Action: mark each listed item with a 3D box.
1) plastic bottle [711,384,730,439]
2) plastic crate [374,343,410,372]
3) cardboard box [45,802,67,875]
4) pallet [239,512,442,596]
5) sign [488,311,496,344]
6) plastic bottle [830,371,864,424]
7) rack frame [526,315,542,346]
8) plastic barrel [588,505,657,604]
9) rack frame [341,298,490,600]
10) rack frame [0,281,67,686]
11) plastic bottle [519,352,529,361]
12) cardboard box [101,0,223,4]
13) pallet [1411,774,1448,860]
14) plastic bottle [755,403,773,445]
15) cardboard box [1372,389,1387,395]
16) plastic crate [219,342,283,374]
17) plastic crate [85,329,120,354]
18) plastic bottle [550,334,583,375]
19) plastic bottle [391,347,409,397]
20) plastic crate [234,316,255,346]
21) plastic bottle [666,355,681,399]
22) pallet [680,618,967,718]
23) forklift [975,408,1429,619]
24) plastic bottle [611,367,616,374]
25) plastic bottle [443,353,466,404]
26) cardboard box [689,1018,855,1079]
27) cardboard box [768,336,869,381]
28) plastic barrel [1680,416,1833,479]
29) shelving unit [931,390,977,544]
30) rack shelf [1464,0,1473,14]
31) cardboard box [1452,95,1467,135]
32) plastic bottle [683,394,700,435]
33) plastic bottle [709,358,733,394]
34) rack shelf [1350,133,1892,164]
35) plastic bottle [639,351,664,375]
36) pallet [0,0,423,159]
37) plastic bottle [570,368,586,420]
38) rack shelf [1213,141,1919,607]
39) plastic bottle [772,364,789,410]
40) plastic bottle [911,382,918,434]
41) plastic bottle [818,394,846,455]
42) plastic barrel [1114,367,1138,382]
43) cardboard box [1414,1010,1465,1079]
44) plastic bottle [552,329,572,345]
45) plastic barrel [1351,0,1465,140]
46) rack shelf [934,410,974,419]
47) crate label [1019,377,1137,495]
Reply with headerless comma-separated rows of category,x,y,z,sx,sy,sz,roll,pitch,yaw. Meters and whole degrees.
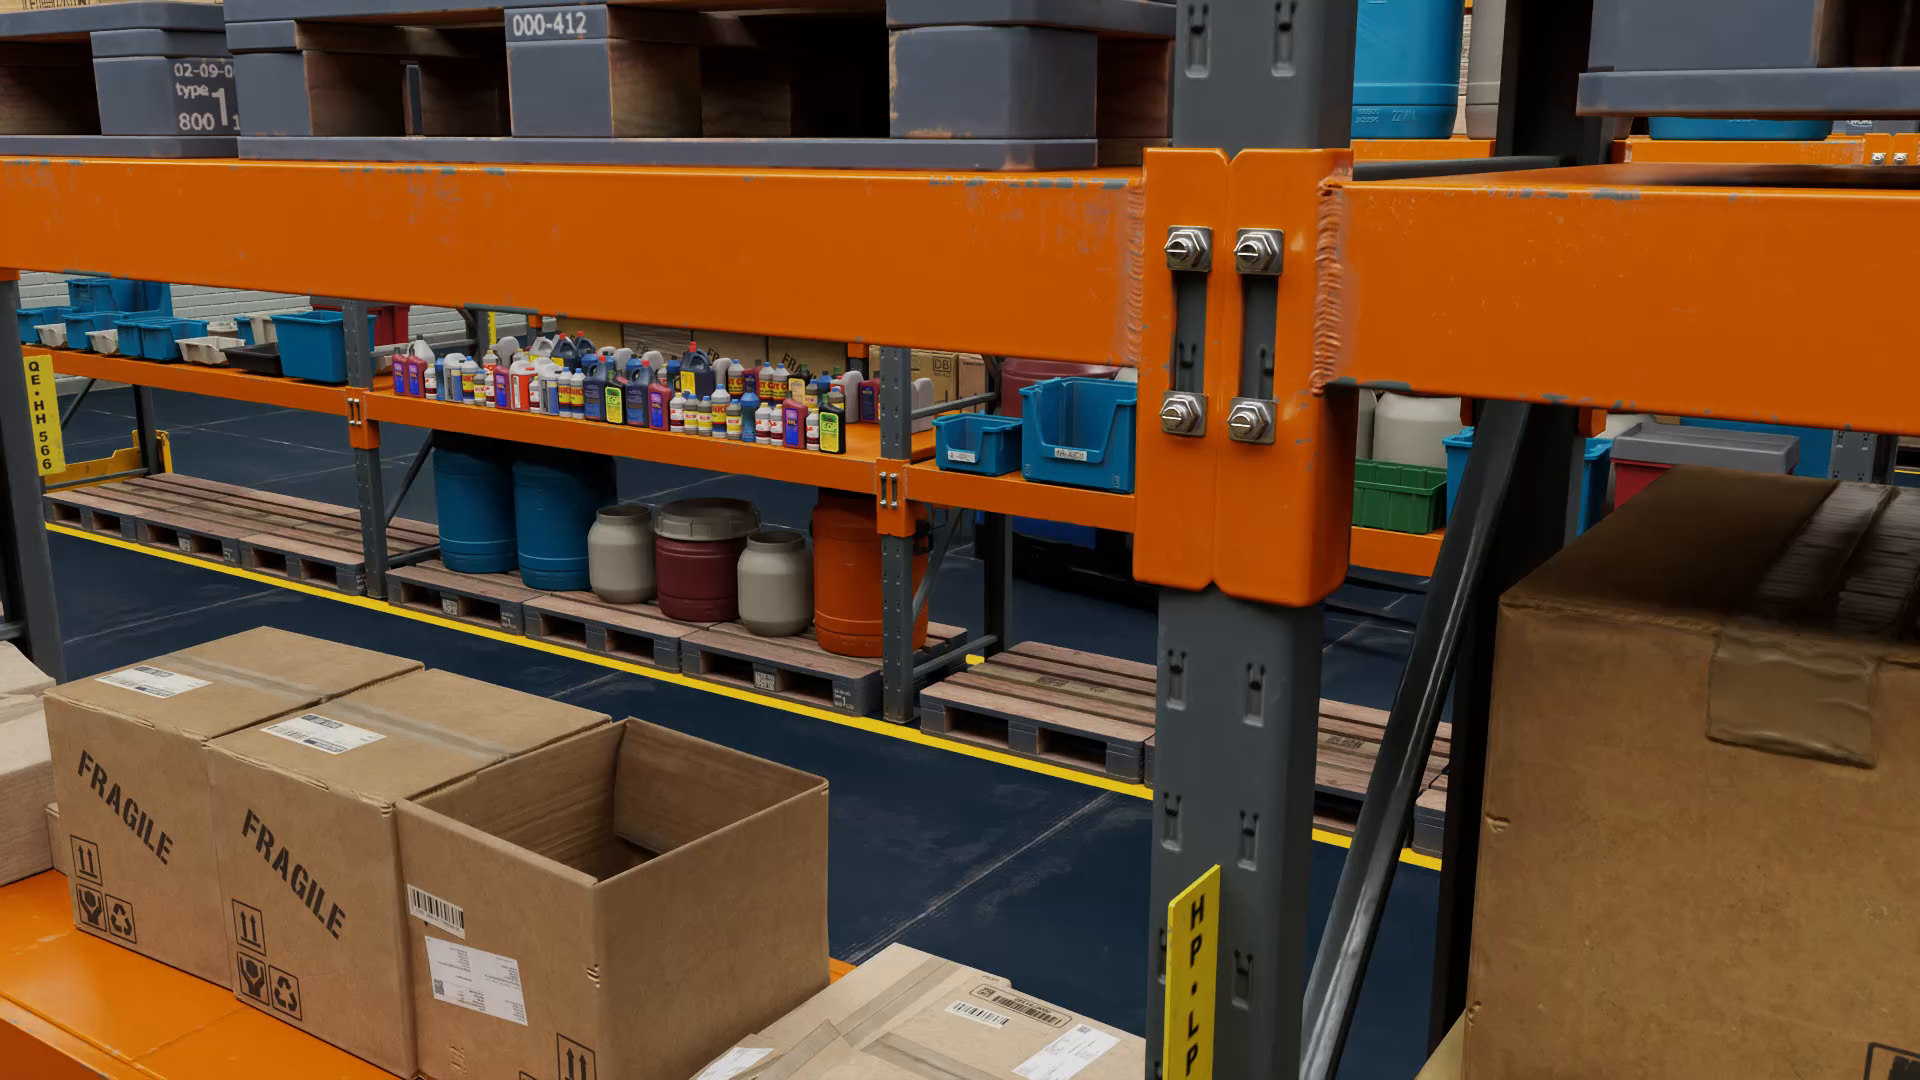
plastic bottle,-1.224,-0.662,8.521,0.097,0.271,0.097,0,14,0
plastic crate,-3.676,-1.181,10.775,0.243,0.136,0.396,9,17,33
cardboard box,-1.728,0.616,3.614,0.250,0.149,0.380,11,17,37
pallet,-4.001,0.074,11.086,1.213,0.211,1.003,9,17,33
sign,-3.061,-1.433,10.792,0.005,0.325,0.100,9,17,33
plastic bottle,-0.613,-0.777,8.977,0.135,0.276,0.152,9,17,33
rack frame,-3.924,-2.713,16.540,0.127,3.000,1.000,9,17,33
plastic barrel,-1.921,0.080,9.562,0.421,0.512,0.421,0,14,0
rack frame,-3.369,-1.189,10.384,0.127,3.000,1.000,9,17,33
rack frame,-2.819,0.335,4.226,0.053,2.616,0.949,9,17,33
plastic bottle,-2.673,-1.064,10.292,0.097,0.201,0.097,0,14,0
cardboard box,-1.051,-0.985,2.754,0.500,0.250,0.500,8,16,28
pallet,2.596,1.140,6.779,1.213,0.211,1.003,9,17,33
plastic bottle,-0.982,-0.588,8.371,0.097,0.201,0.097,0,14,0
cardboard box,4.446,-1.712,16.827,0.500,0.500,0.500,10,17,35
plastic crate,-4.448,-1.181,10.800,0.590,0.125,0.437,9,17,33
plastic crate,-5.884,-1.377,11.568,0.298,0.136,0.250,9,17,33
plastic bottle,-2.351,-1.053,9.939,0.185,0.351,0.144,9,17,33
plastic bottle,-3.303,-0.998,9.855,0.133,0.283,0.061,9,17,33
plastic crate,-4.841,-1.449,11.658,0.300,0.233,0.416,9,17,33
plastic bottle,-1.648,-0.932,9.614,0.097,0.271,0.097,0,14,0
pallet,-0.727,0.604,8.945,1.213,0.211,1.003,9,17,33
forklift,1.516,-1.084,10.102,3.031,2.935,1.130,13,19,42
plastic bottle,-1.914,-0.815,9.140,0.097,0.271,0.097,0,14,0
plastic bottle,-2.894,-0.942,9.643,0.135,0.276,0.152,9,17,33
cardboard box,-0.331,0.855,2.407,0.258,0.266,0.396,9,16,31
cardboard box,-1.108,-1.453,15.000,0.875,0.875,0.875,9,17,33
plastic barrel,3.118,-0.472,6.443,0.708,0.901,0.600,9,17,33
shelving unit,-0.044,-0.517,11.726,0.252,1.050,0.215,9,17,33
rack shelf,3.907,-5.252,16.644,4.000,0.370,1.077,9,17,33
cardboard box,3.388,-2.841,11.126,0.500,0.250,0.500,10,17,34
plastic bottle,-1.385,-0.654,8.635,0.097,0.201,0.097,0,14,0
plastic bottle,-1.379,-0.901,9.478,0.135,0.276,0.152,9,17,33
rack shelf,1.610,-1.491,6.859,4.000,0.370,1.077,9,17,33
plastic bottle,-1.836,-0.975,9.776,0.135,0.276,0.152,9,17,33
pallet,-1.275,-0.807,2.992,1.213,0.211,1.003,10,17,35
plastic bottle,-2.075,-0.799,9.077,0.097,0.271,0.097,0,14,0
rack shelf,2.161,0.032,0.705,4.000,0.370,1.077,9,17,33
plastic bottle,-0.996,-0.844,9.260,0.097,0.271,0.097,0,14,0
plastic bottle,-0.314,-0.684,8.604,0.135,0.276,0.152,9,17,33
plastic bottle,-0.624,-0.565,8.106,0.133,0.283,0.061,9,17,33
plastic barrel,0.923,-0.611,7.818,0.421,0.512,0.421,0,14,0
cardboard box,0.616,0.582,1.670,0.250,0.149,0.380,9,17,33
plastic bottle,-2.424,-1.107,10.155,0.185,0.351,0.144,9,17,33
plastic barrel,1.641,-2.016,6.438,0.708,0.901,0.600,9,17,33
rack shelf,-0.044,-0.782,11.660,0.240,0.259,0.215,9,17,33
crate label,0.623,-0.483,7.456,0.616,0.435,0.502,9,17,33
